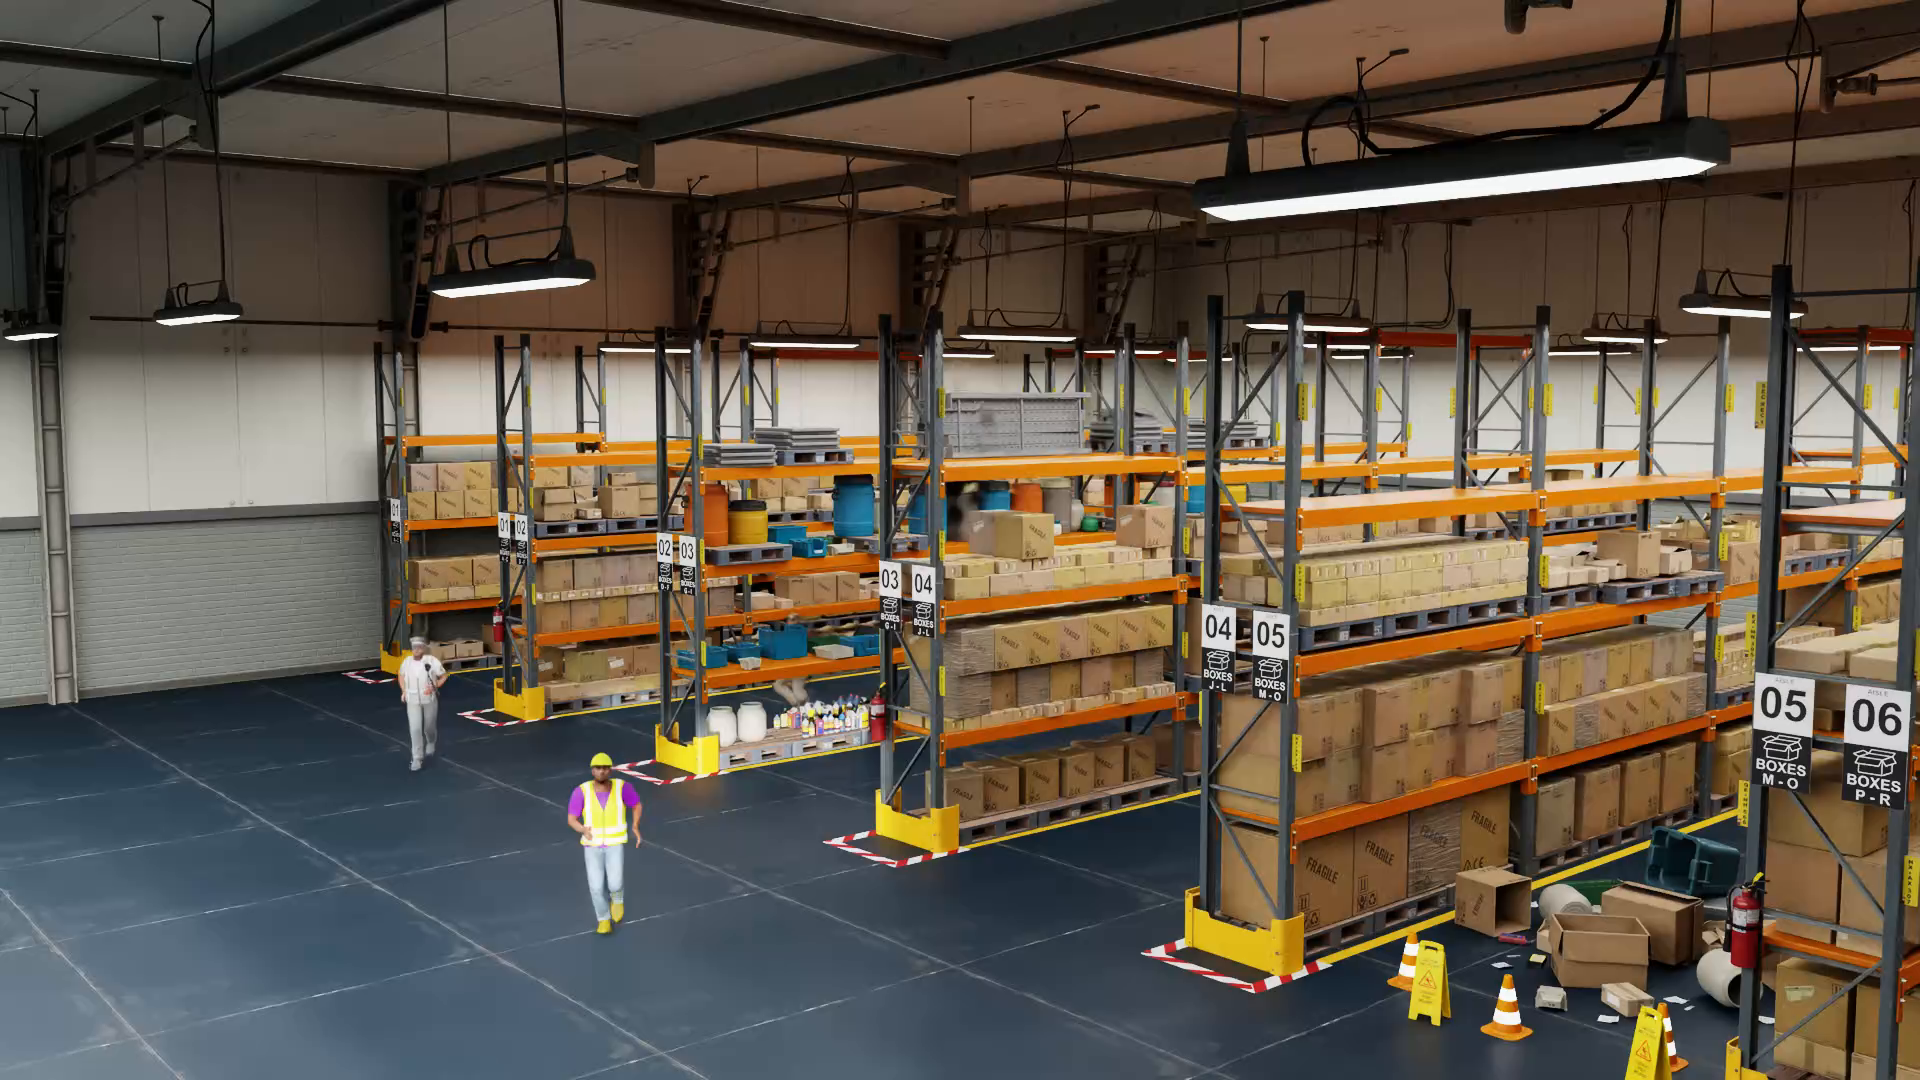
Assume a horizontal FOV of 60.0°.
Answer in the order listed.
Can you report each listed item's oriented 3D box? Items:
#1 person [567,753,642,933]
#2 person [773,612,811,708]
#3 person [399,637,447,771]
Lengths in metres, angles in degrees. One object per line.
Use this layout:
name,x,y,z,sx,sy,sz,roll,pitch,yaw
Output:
person,-3.355,2.873,15.712,0.692,1.724,0.582,-1,5,-10
person,-2.587,1.960,25.861,0.665,1.683,0.657,-4,7,-40
person,-7.341,2.187,22.729,0.653,1.782,0.873,-1,5,-9
